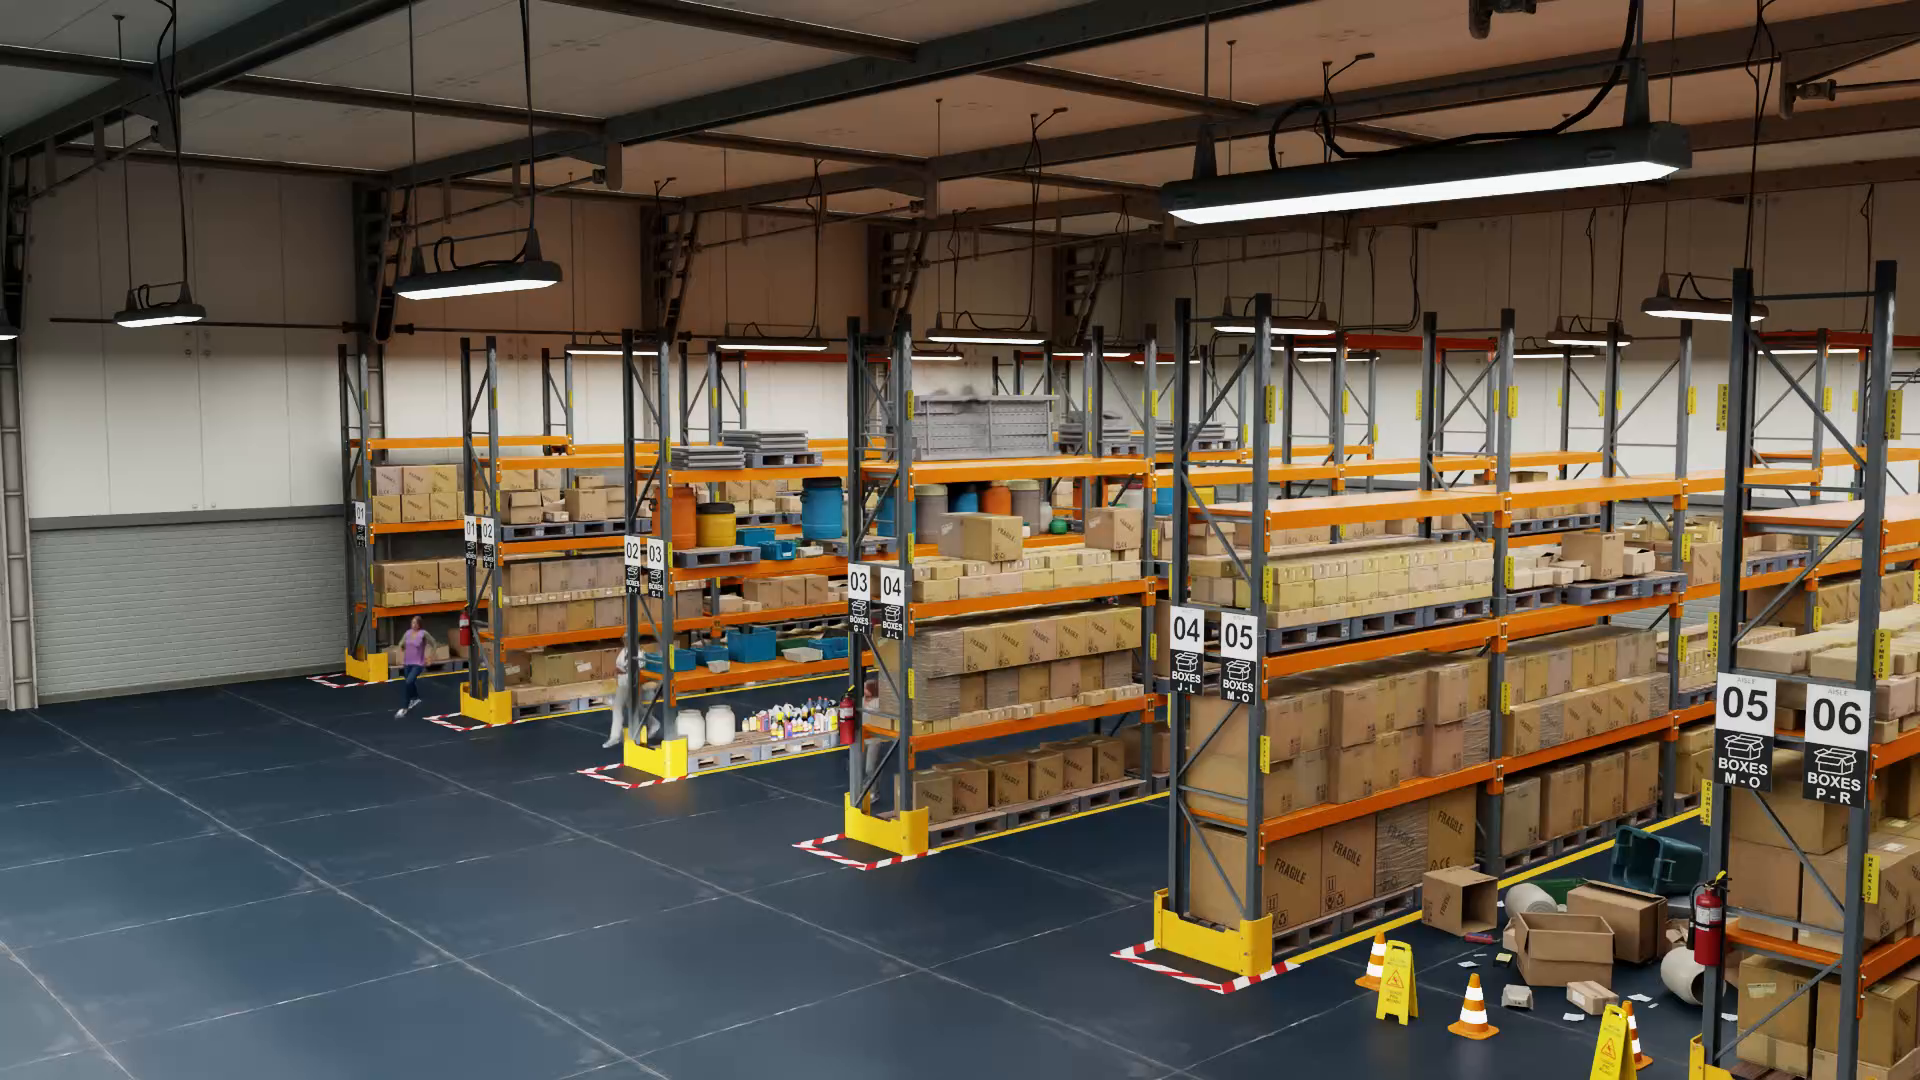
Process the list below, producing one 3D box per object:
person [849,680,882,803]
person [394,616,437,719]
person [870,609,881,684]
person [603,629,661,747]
[{"bbox_3d":[-1.181,2.519,20.710,0.522,1.558,0.549,3,6,30],"label":"person"},{"bbox_3d":[-8.700,2.002,26.512,0.613,1.603,0.771,1,5,15],"label":"person"},{"bbox_3d":[-1.344,1.571,27.812,0.571,1.678,0.823,4,6,37],"label":"person"},{"bbox_3d":[-4.806,2.131,24.231,0.588,1.674,0.951,4,7,40],"label":"person"}]
